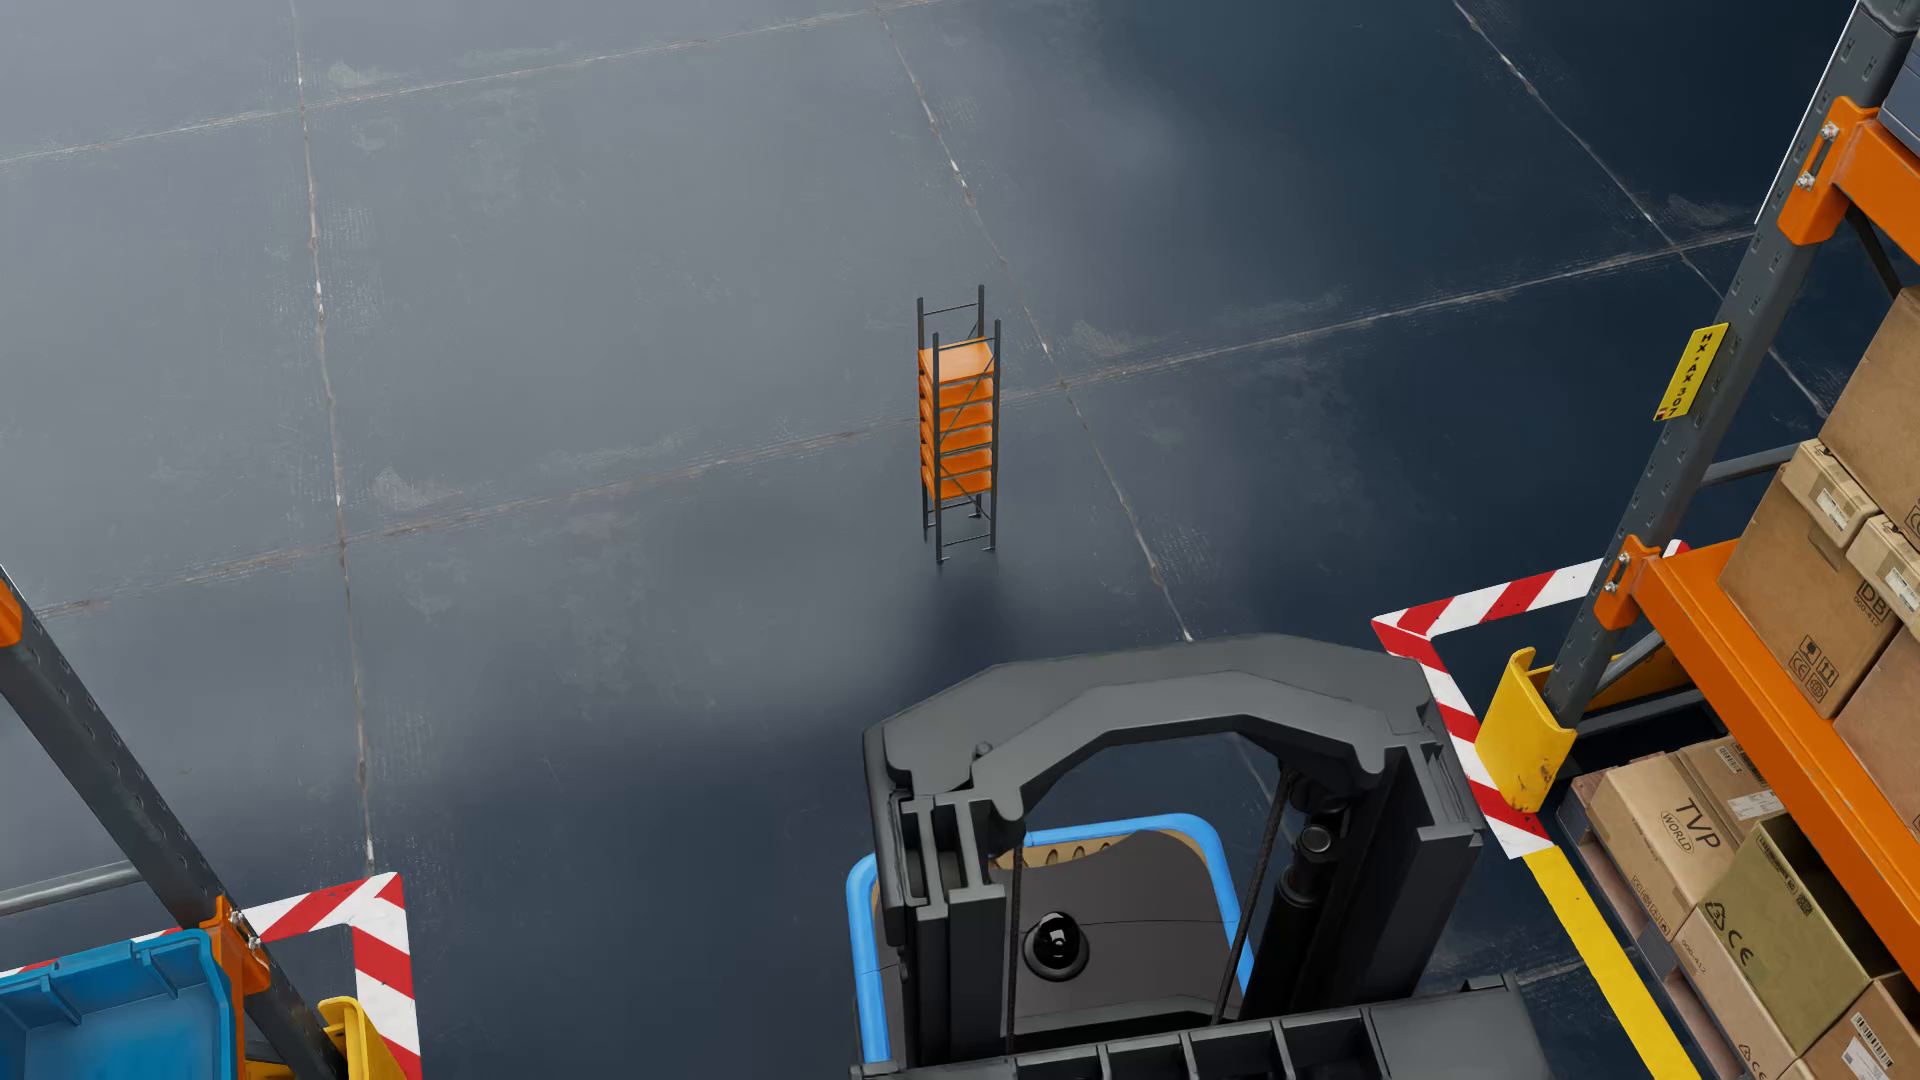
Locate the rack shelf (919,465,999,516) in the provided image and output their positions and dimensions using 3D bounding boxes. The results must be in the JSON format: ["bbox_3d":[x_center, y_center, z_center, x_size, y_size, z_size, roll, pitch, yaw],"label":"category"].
[{"bbox_3d":[-0.004,-0.214,6.307,0.258,0.103,0.180,-13,51,-11],"label":"rack shelf"}]

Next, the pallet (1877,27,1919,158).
[{"bbox_3d":[2.616,-0.666,3.235,1.003,0.211,1.213,-13,51,-11],"label":"pallet"}]

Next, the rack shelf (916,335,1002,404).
[{"bbox_3d":[-0.004,-0.601,5.849,0.258,0.103,0.180,-13,51,-11],"label":"rack shelf"}]

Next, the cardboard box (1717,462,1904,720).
[{"bbox_3d":[2.557,0.062,4.460,0.700,0.500,0.500,-13,51,-11],"label":"cardboard box"}]

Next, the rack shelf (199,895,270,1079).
[{"bbox_3d":[-1.710,2.560,2.890,1.077,0.370,4.000,-13,51,-11],"label":"rack shelf"}]

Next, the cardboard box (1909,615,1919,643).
[{"bbox_3d":[2.495,0.219,3.904,0.380,0.149,0.250,-13,51,-11],"label":"cardboard box"}]

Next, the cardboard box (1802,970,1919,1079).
[{"bbox_3d":[2.687,1.428,4.407,0.500,0.500,0.500,-13,51,-11],"label":"cardboard box"}]

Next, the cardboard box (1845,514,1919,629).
[{"bbox_3d":[2.422,0.036,4.058,0.380,0.149,0.250,-15,51,-12],"label":"cardboard box"}]

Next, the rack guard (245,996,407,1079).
[{"bbox_3d":[-2.234,1.718,4.764,1.175,0.500,0.348,-13,51,-11],"label":"rack guard"}]

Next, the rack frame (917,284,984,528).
[{"bbox_3d":[-0.031,-0.464,6.146,0.240,1.200,0.006,-13,51,-11],"label":"rack frame"}]

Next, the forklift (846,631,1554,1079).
[{"bbox_3d":[0.406,1.653,3.229,1.130,2.935,3.031,-6,50,-5],"label":"forklift"}]

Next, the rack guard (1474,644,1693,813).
[{"bbox_3d":[2.424,0.538,5.759,1.175,0.500,0.348,-13,51,-11],"label":"rack guard"}]

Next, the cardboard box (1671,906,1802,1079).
[{"bbox_3d":[2.529,1.307,4.999,0.500,0.250,0.500,-13,51,-11],"label":"cardboard box"}]

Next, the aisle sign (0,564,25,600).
[{"bbox_3d":[-2.039,-0.090,2.954,0.394,0.787,0.004,-13,51,-11],"label":"aisle sign"}]

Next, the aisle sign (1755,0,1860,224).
[{"bbox_3d":[2.119,-1.067,3.777,0.394,0.787,0.004,-13,51,-11],"label":"aisle sign"}]

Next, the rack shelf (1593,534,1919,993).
[{"bbox_3d":[3.023,1.443,3.832,1.077,0.370,4.000,-13,51,-11],"label":"rack shelf"}]

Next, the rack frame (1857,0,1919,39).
[{"bbox_3d":[2.431,-2.184,2.495,1.000,3.000,0.127,-13,51,-11],"label":"rack frame"}]

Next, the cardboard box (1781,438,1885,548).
[{"bbox_3d":[2.342,-0.156,4.220,0.380,0.149,0.250,-14,51,-11],"label":"cardboard box"}]

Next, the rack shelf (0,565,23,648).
[{"bbox_3d":[-1.710,1.593,1.743,1.077,0.370,4.000,-13,51,-11],"label":"rack shelf"}]

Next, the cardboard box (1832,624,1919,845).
[{"bbox_3d":[2.717,0.444,4.138,0.700,0.500,0.500,-12,51,-10],"label":"cardboard box"}]

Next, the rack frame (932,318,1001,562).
[{"bbox_3d":[0.023,-0.330,6.034,0.240,1.200,0.006,-13,51,-11],"label":"rack frame"}]

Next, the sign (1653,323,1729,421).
[{"bbox_3d":[1.899,-0.433,4.325,0.100,0.325,0.005,-13,51,-11],"label":"sign"}]

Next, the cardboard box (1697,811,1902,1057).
[{"bbox_3d":[2.527,1.066,4.712,0.500,0.500,0.500,-13,51,-11],"label":"cardboard box"}]

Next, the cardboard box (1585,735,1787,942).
[{"bbox_3d":[2.377,0.943,5.307,0.500,0.250,0.500,-13,51,-11],"label":"cardboard box"}]

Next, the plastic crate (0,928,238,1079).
[{"bbox_3d":[-1.868,1.213,3.652,0.499,0.251,0.616,-13,51,-11],"label":"plastic crate"}]

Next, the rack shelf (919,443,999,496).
[{"bbox_3d":[-0.004,-0.291,6.216,0.258,0.103,0.180,-13,51,-11],"label":"rack shelf"}]

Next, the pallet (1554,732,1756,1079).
[{"bbox_3d":[2.698,1.198,5.392,1.003,0.211,1.213,-13,51,-11],"label":"pallet"}]

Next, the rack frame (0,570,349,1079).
[{"bbox_3d":[-2.305,0.868,3.846,0.949,2.616,0.053,-13,51,-11],"label":"rack frame"}]

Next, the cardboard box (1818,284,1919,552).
[{"bbox_3d":[2.573,-0.318,3.932,0.700,0.500,0.500,-13,51,-11],"label":"cardboard box"}]

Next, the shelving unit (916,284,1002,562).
[{"bbox_3d":[-0.004,-0.397,6.090,0.258,1.200,0.189,-13,51,-11],"label":"shelving unit"}]

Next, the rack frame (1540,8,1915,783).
[{"bbox_3d":[2.431,-0.250,4.788,1.000,3.000,0.127,-13,51,-11],"label":"rack frame"}]

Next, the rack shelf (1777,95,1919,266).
[{"bbox_3d":[3.023,0.476,2.685,1.077,0.370,4.000,-13,51,-11],"label":"rack shelf"}]

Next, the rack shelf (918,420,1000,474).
[{"bbox_3d":[-0.004,-0.369,6.124,0.258,0.103,0.180,-13,51,-11],"label":"rack shelf"}]

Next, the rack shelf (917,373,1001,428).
[{"bbox_3d":[-0.004,-0.523,5.940,0.258,0.103,0.180,-13,51,-11],"label":"rack shelf"}]

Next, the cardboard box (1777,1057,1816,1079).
[{"bbox_3d":[2.676,1.673,4.691,0.500,0.250,0.500,-13,51,-11],"label":"cardboard box"}]

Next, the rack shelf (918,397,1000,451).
[{"bbox_3d":[-0.004,-0.446,6.032,0.258,0.103,0.180,-13,51,-11],"label":"rack shelf"}]
